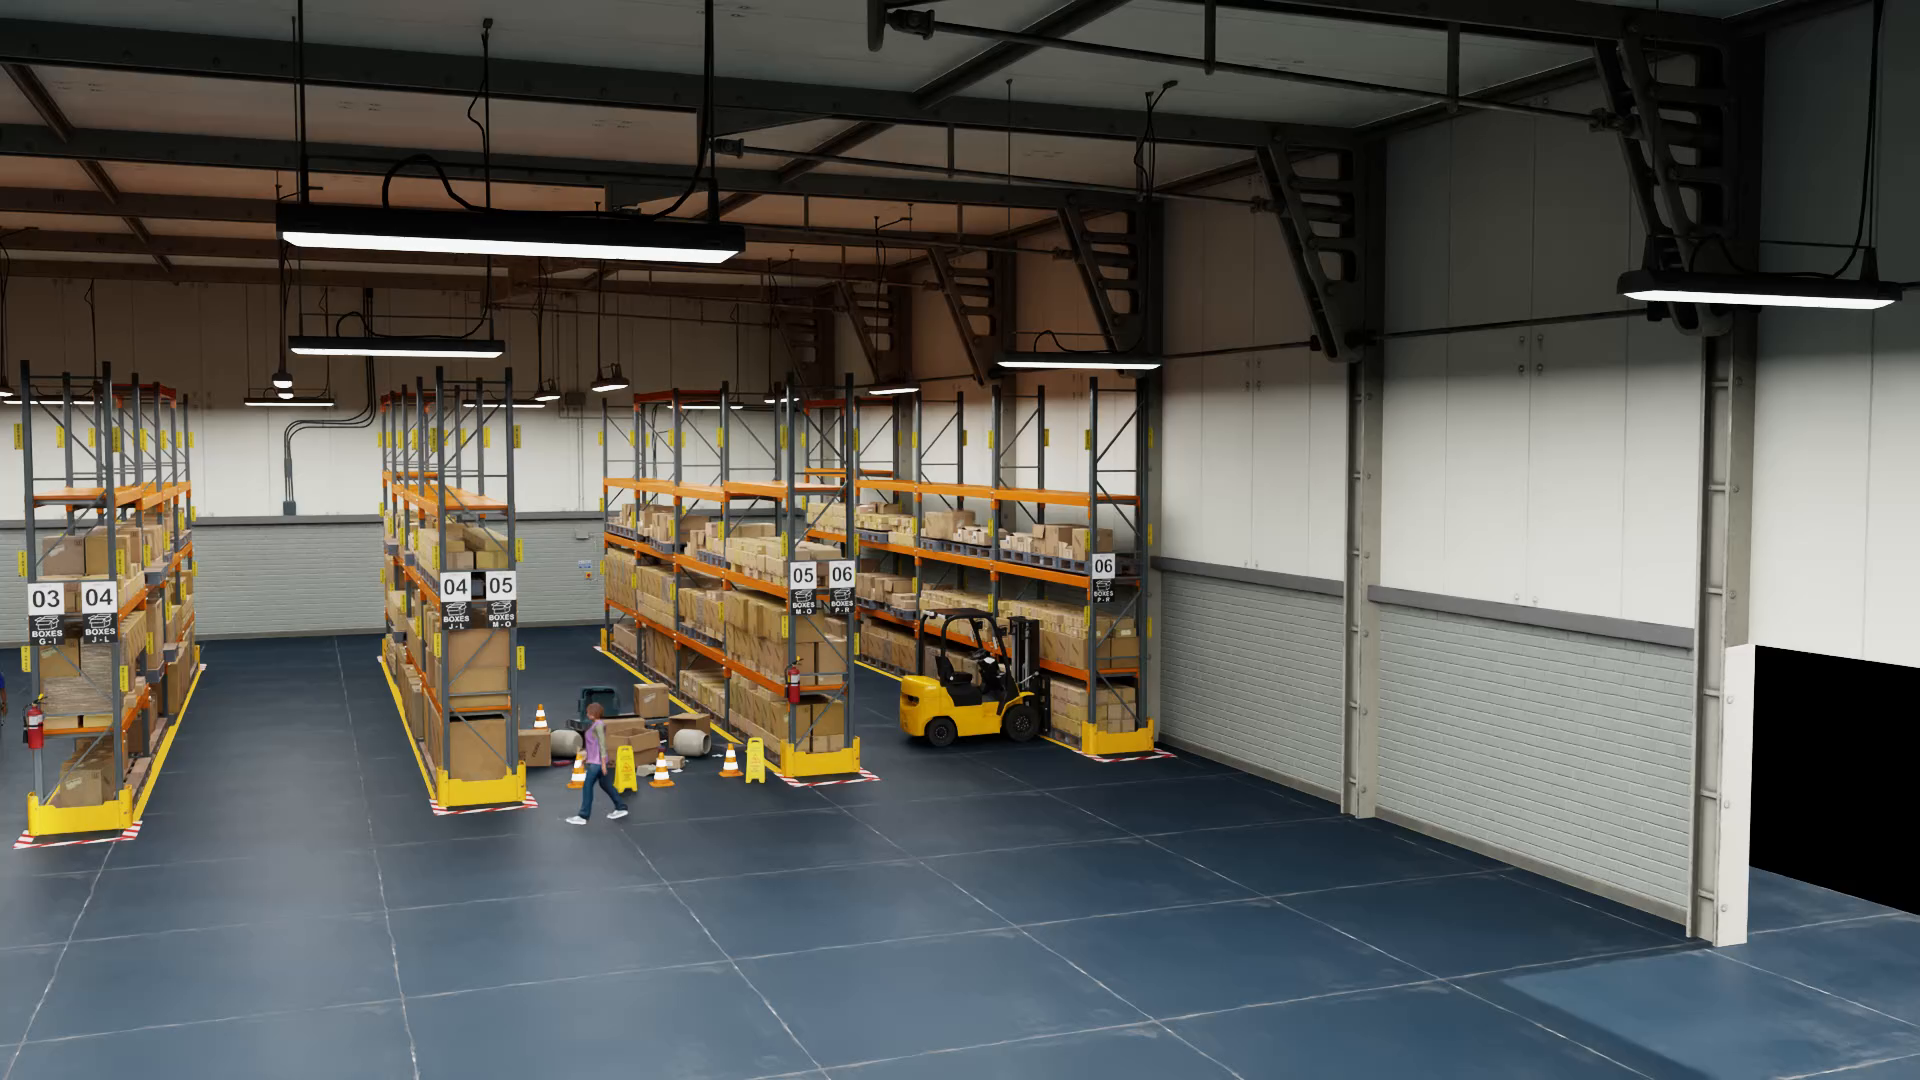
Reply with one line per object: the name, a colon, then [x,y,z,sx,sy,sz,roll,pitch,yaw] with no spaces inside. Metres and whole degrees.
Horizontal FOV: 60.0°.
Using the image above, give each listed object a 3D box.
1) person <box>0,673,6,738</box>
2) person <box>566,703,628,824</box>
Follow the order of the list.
person: [-15.180,2.621,26.038,0.452,1.596,0.981,-2,4,-35]
person: [-4.755,2.907,21.760,0.789,1.570,0.420,-1,3,-10]
